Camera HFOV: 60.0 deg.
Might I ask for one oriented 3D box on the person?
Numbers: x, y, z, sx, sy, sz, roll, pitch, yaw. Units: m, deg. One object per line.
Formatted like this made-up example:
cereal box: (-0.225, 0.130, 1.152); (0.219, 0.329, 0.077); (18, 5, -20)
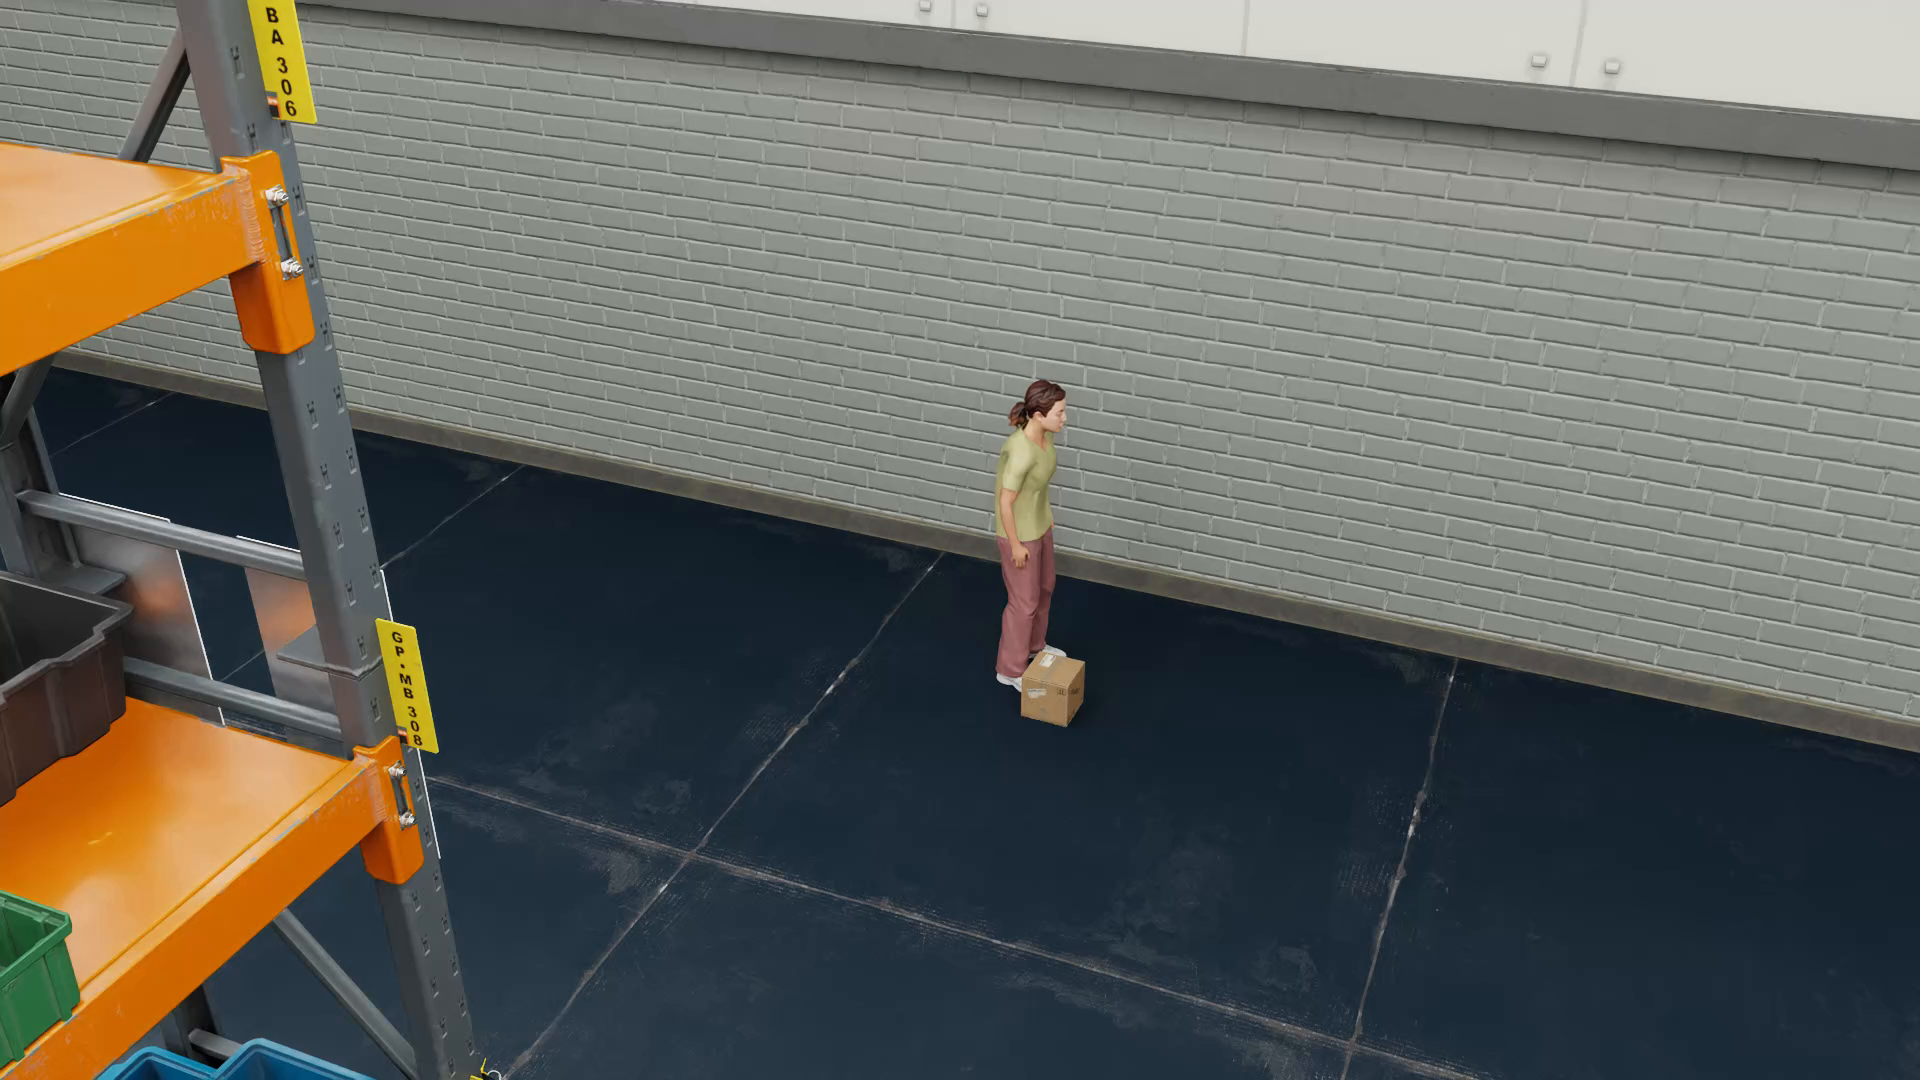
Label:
person: (0.364, -0.041, 8.465); (0.359, 1.673, 0.499); (12, 32, 19)
